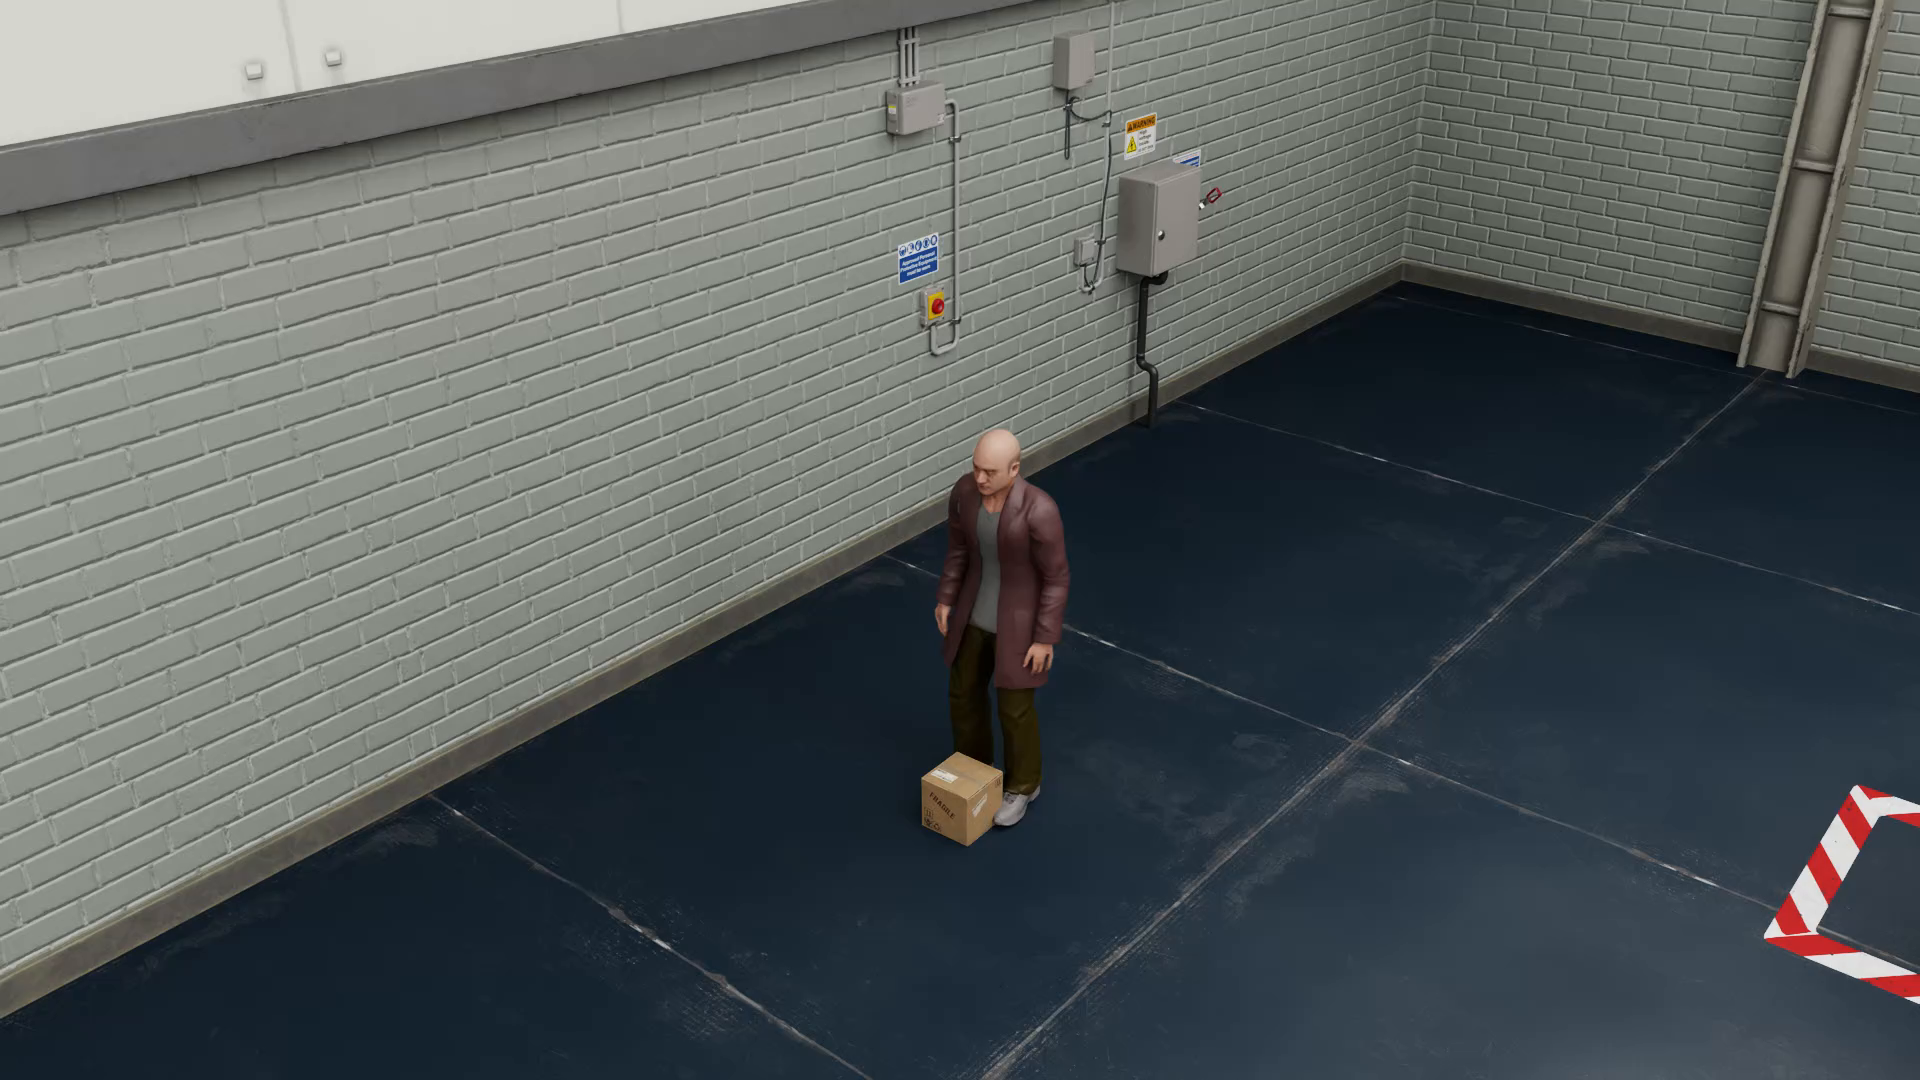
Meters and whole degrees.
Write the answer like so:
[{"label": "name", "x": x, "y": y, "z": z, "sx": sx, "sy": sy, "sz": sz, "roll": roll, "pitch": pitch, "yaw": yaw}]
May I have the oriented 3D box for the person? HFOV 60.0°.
[{"label": "person", "x": 0.162, "y": 0.394, "z": 6.989, "sx": 0.642, "sy": 1.656, "sz": 0.422, "roll": 21, "pitch": 33, "yaw": 35}]
